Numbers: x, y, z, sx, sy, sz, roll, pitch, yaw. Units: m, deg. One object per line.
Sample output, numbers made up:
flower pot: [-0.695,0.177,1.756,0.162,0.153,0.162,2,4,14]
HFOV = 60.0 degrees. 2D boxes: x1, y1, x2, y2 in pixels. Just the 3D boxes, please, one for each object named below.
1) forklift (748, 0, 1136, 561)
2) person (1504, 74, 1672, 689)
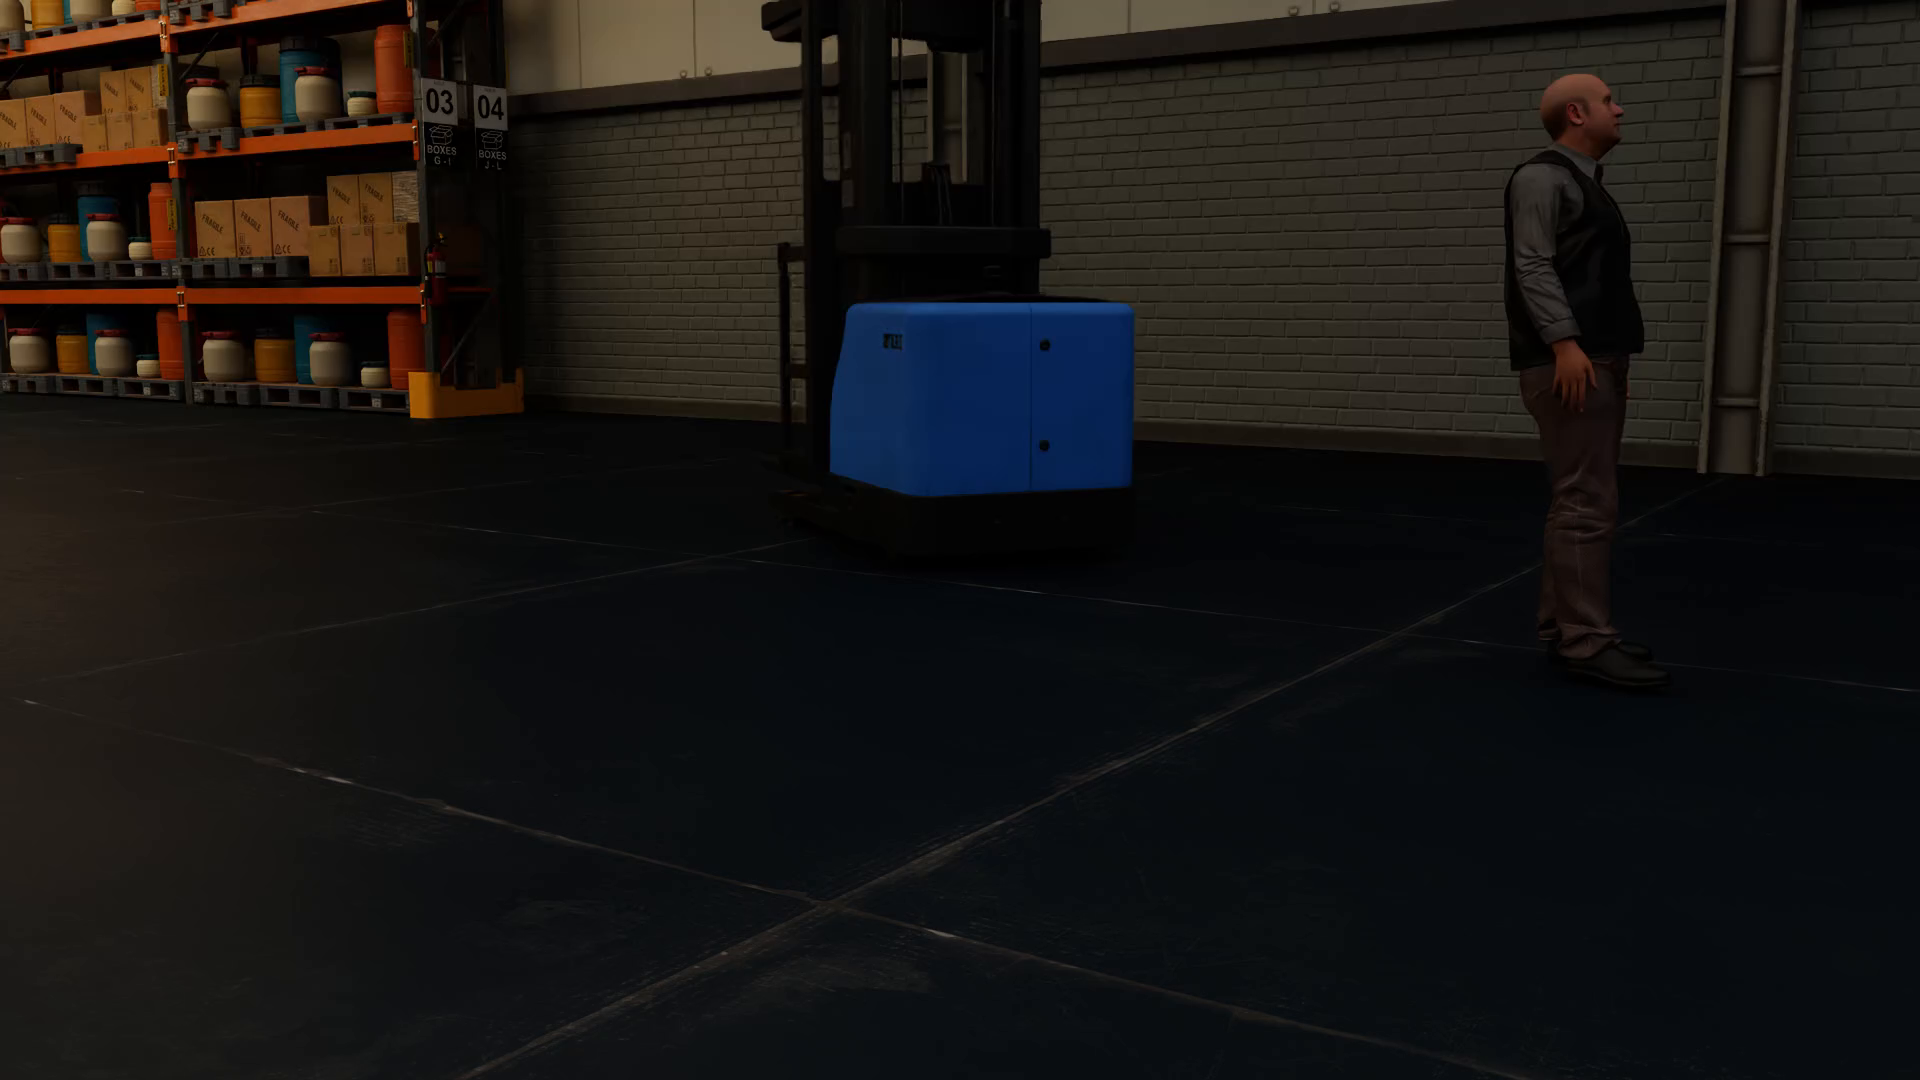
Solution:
forklift: [-0.297,-1.534,7.983,1.130,2.935,3.031,-3,9,-23]
person: [1.869,-0.484,4.839,0.567,1.722,0.634,5,10,33]
